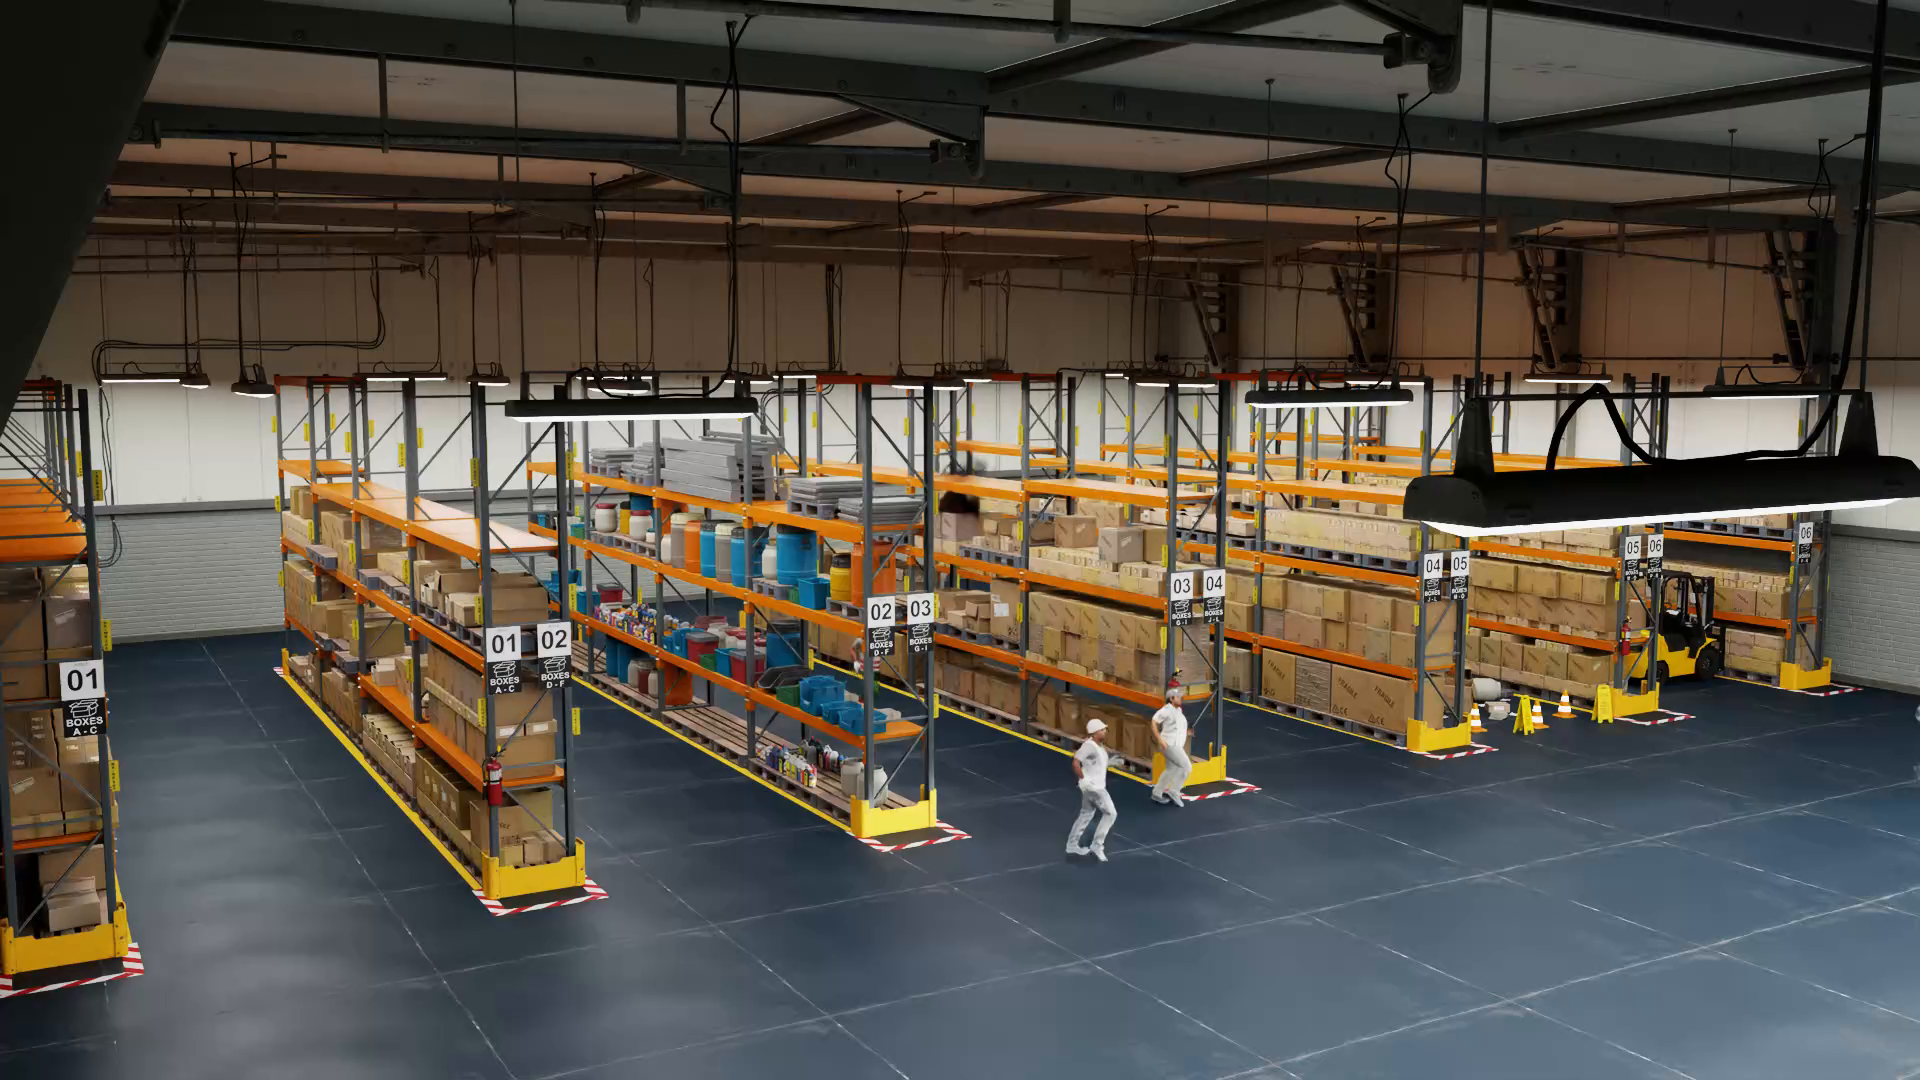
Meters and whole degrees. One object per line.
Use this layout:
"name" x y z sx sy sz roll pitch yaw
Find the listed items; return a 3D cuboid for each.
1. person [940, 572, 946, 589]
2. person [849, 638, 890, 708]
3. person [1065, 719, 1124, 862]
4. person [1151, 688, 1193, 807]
"person" -0.511 0.917 41.984 0.711 1.639 0.567 -5 8 -38
"person" -1.554 2.295 28.944 0.838 1.809 0.565 6 9 44
"person" 1.712 3.163 21.061 0.743 1.829 0.635 0 6 1
"person" 3.043 2.931 23.641 0.617 1.640 0.582 3 7 24
